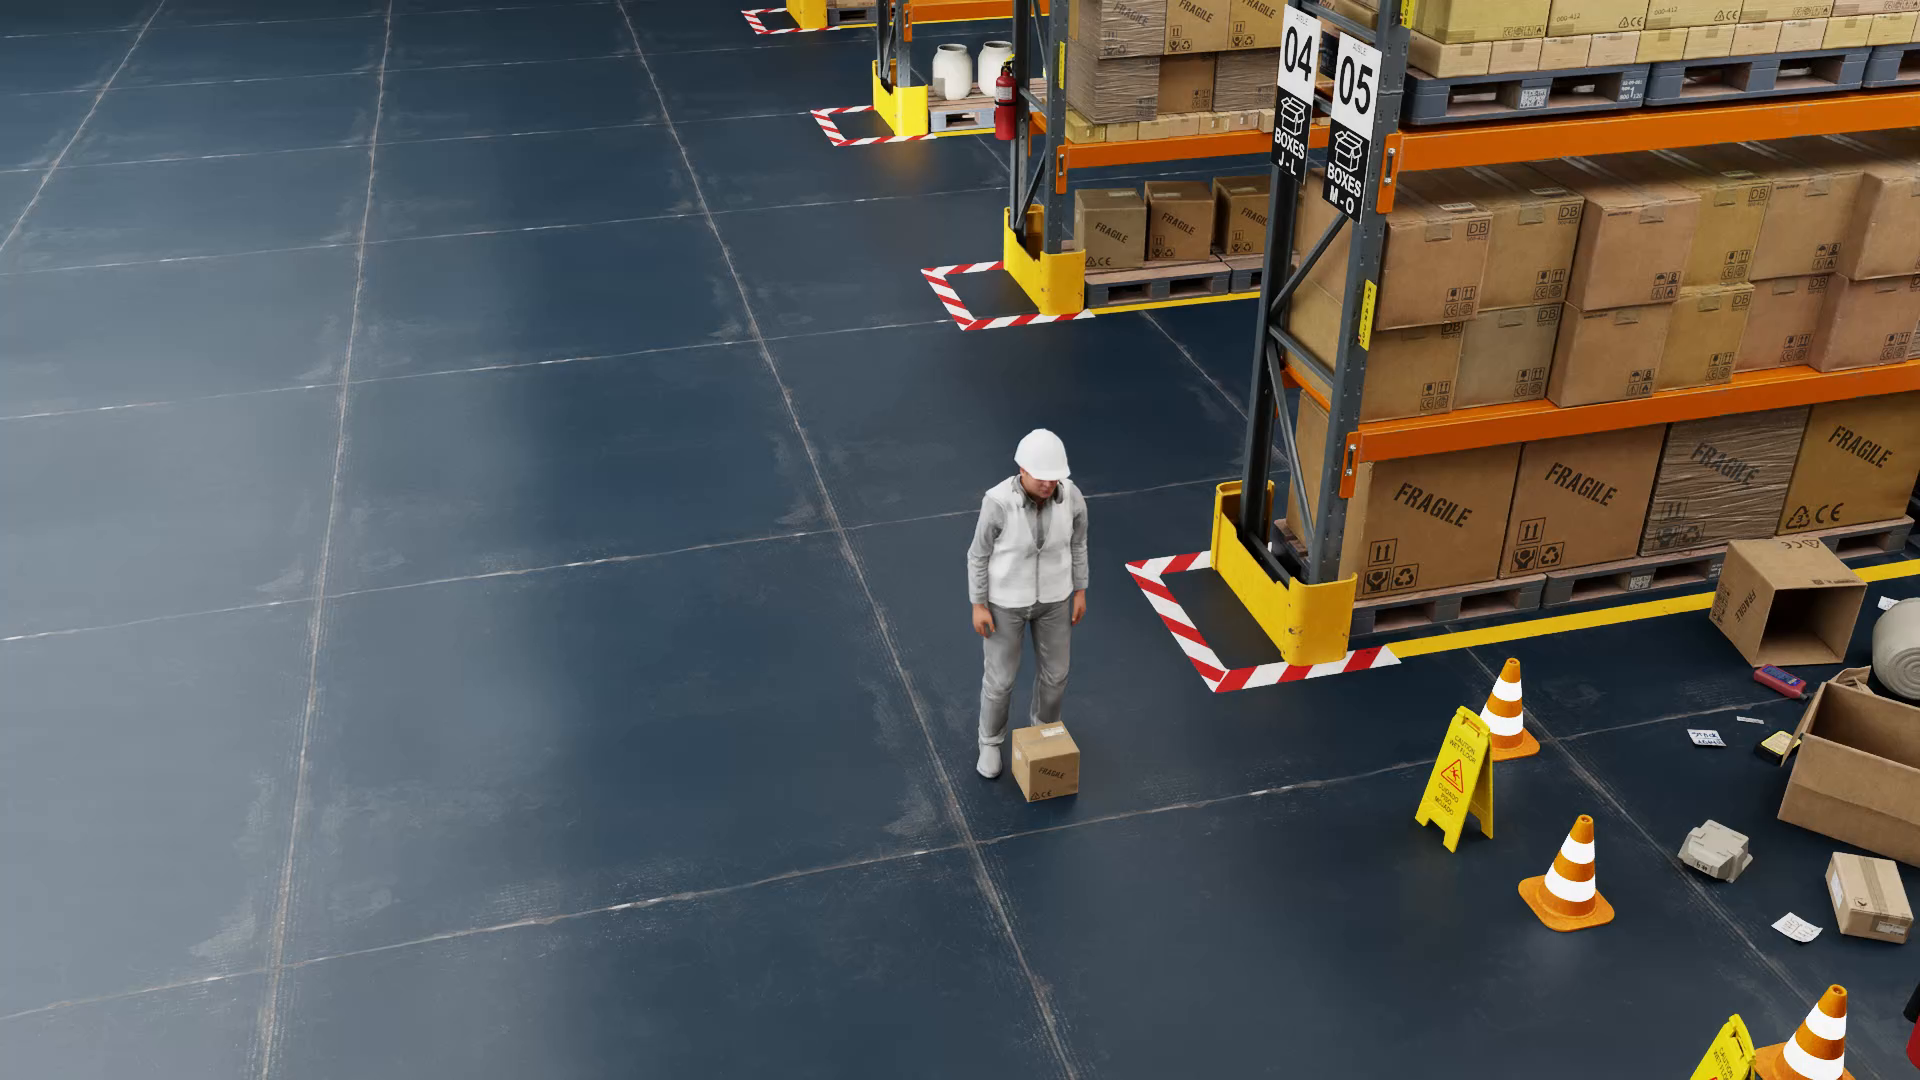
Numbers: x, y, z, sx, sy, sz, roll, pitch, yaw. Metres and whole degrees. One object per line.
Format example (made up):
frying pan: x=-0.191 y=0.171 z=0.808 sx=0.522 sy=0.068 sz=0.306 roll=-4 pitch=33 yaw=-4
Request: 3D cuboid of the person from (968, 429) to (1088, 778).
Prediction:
person: x=0.322 y=0.270 z=7.747 sx=0.579 sy=1.770 sz=0.462 roll=-9 pitch=31 yaw=-15
